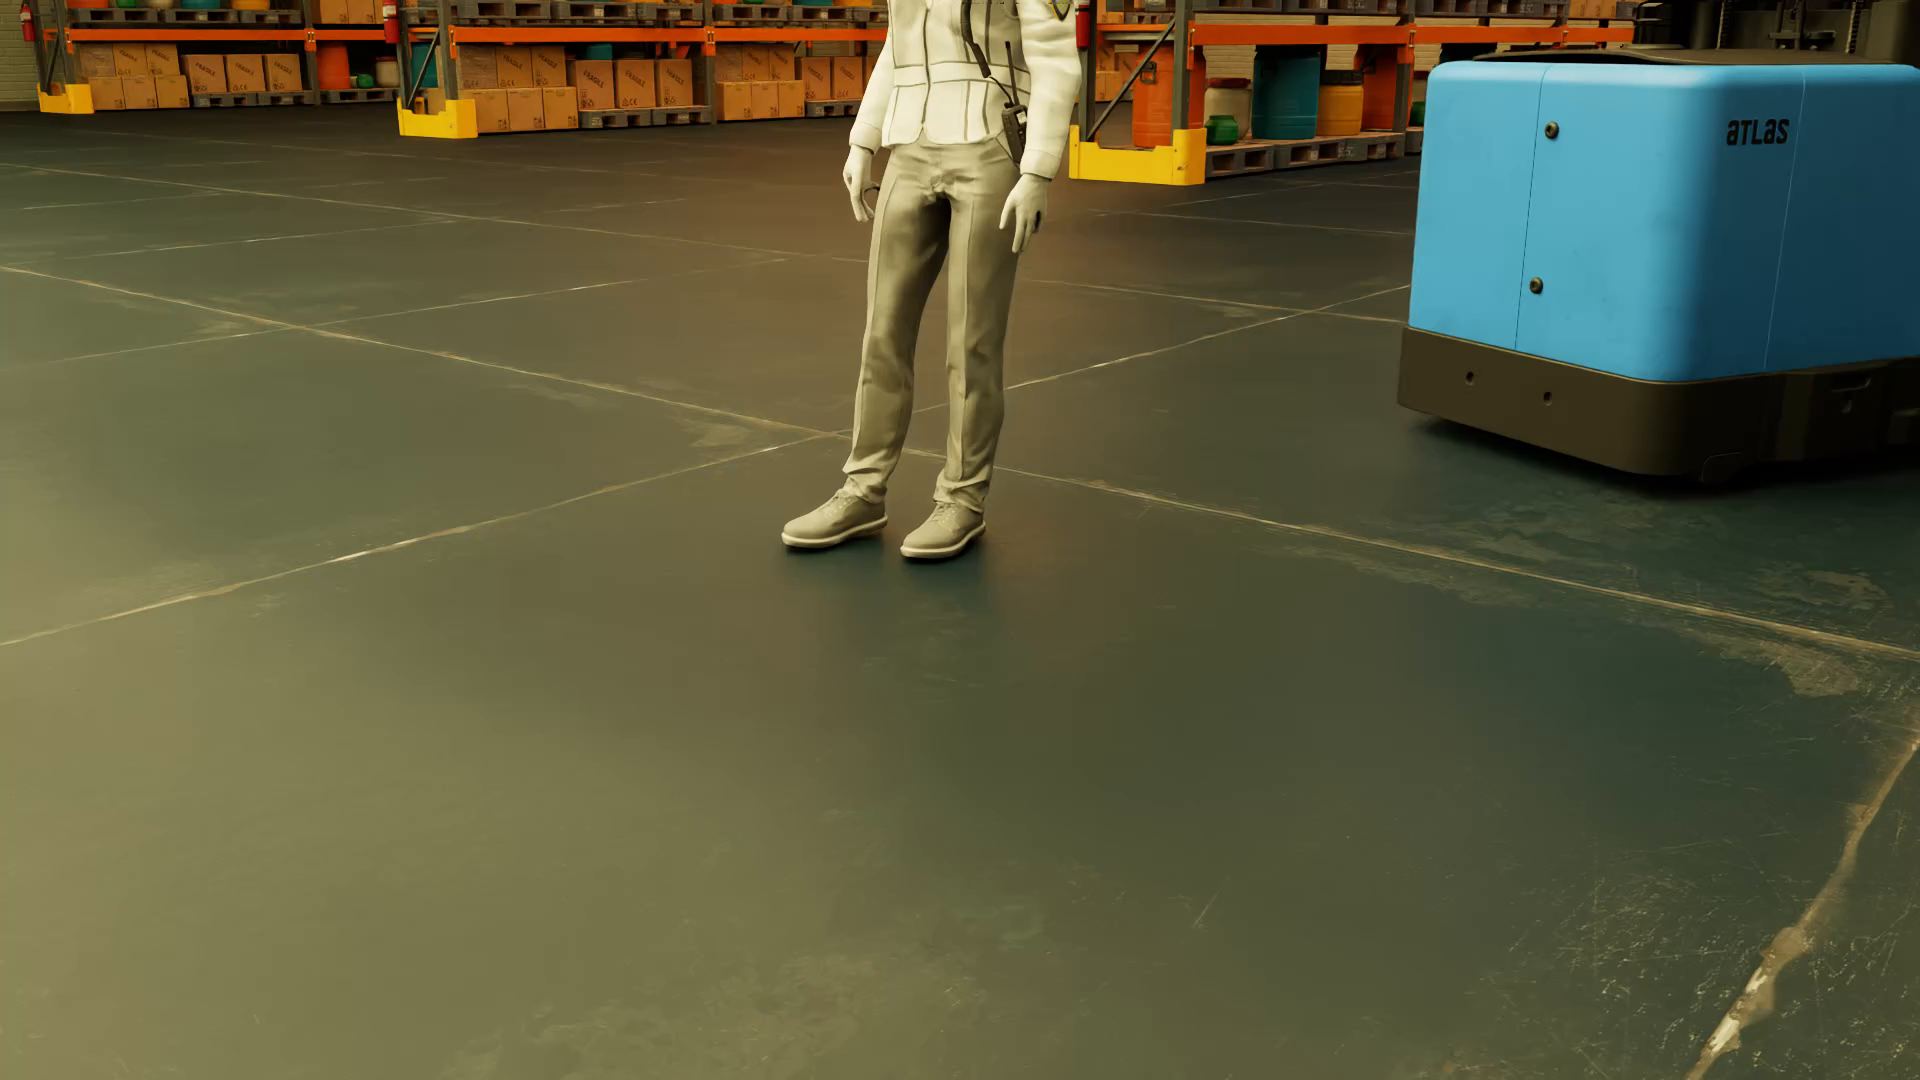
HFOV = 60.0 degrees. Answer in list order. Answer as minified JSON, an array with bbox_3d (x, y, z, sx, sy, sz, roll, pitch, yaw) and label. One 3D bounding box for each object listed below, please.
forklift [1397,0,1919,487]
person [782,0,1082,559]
[{"bbox_3d":[2.889,-1.811,4.860,3.031,2.935,1.130,-8,19,-24],"label":"forklift"},{"bbox_3d":[-0.048,-0.804,3.648,0.588,1.696,0.533,13,21,37],"label":"person"}]
